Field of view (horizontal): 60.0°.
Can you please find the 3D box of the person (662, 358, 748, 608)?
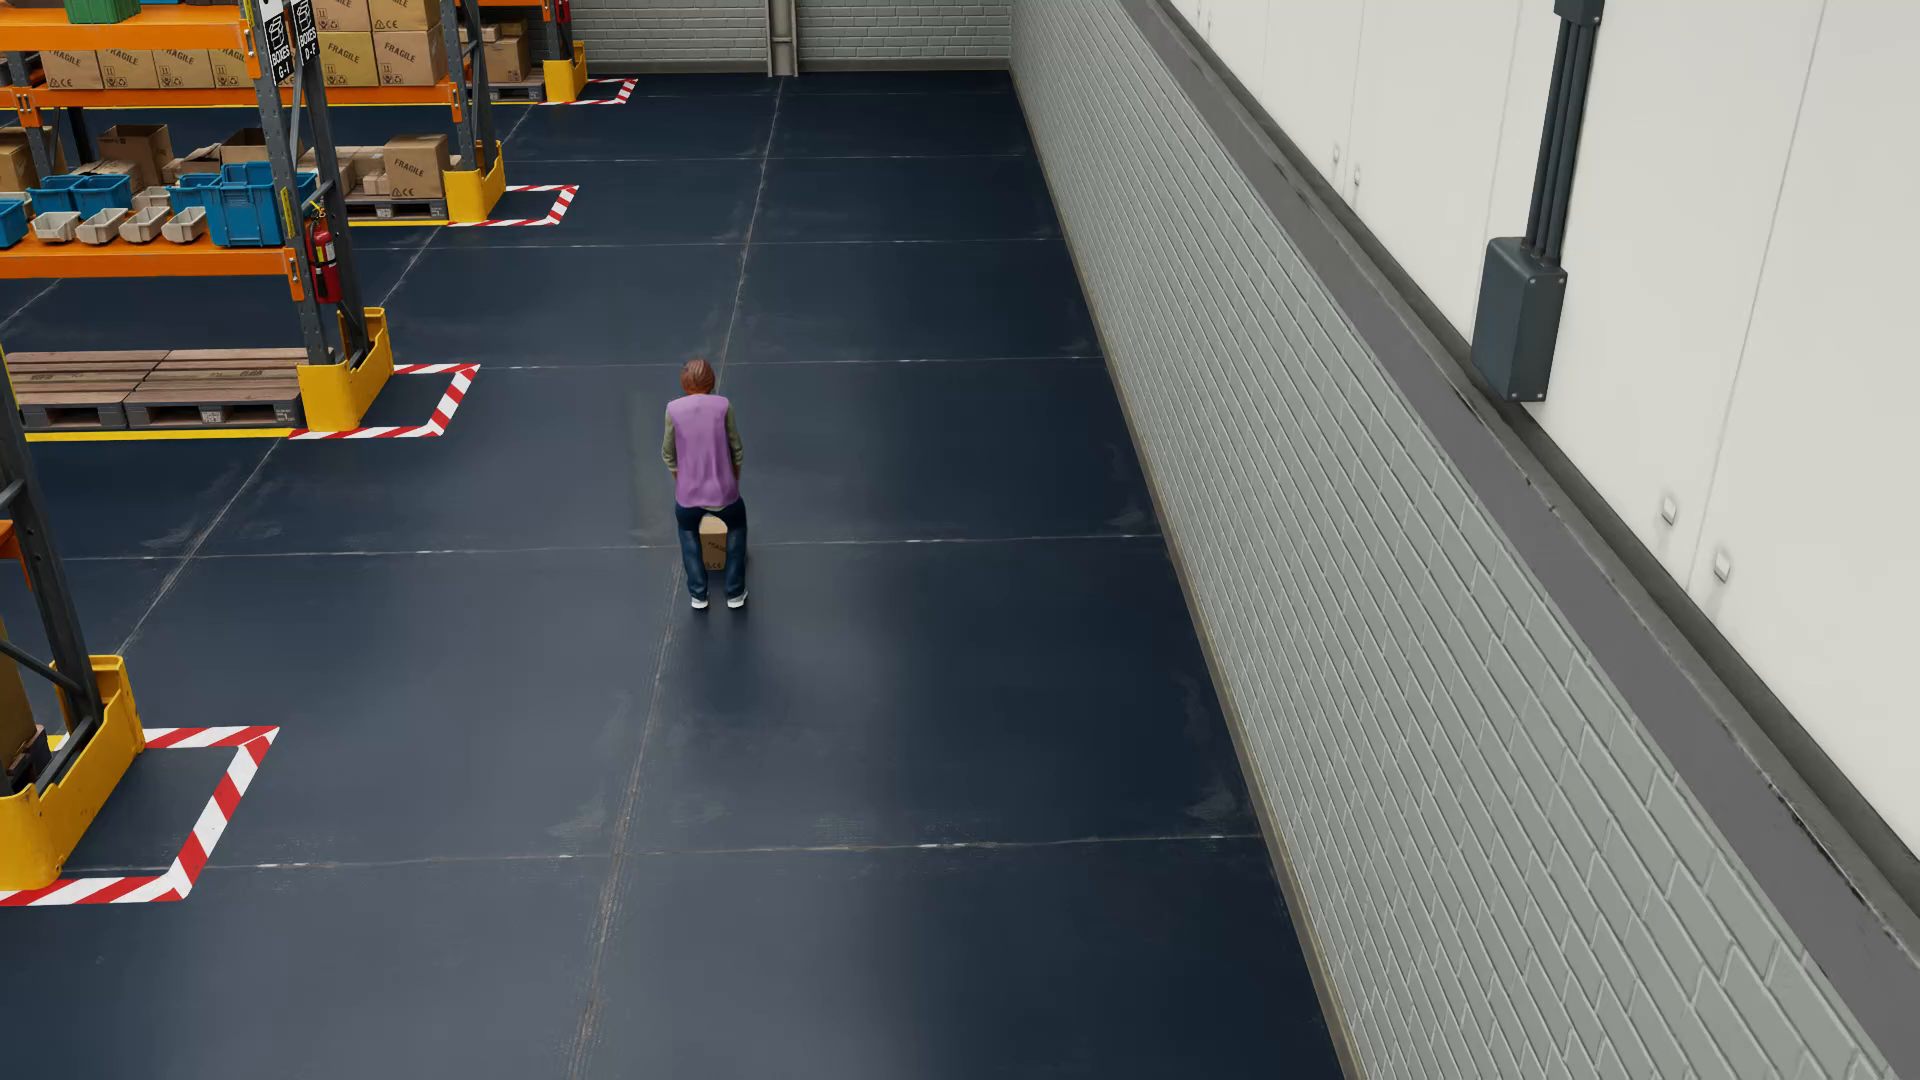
[{"bbox_3d":[-1.442,-0.288,9.372,0.456,1.423,0.560,-1,28,-2],"label":"person"}]
